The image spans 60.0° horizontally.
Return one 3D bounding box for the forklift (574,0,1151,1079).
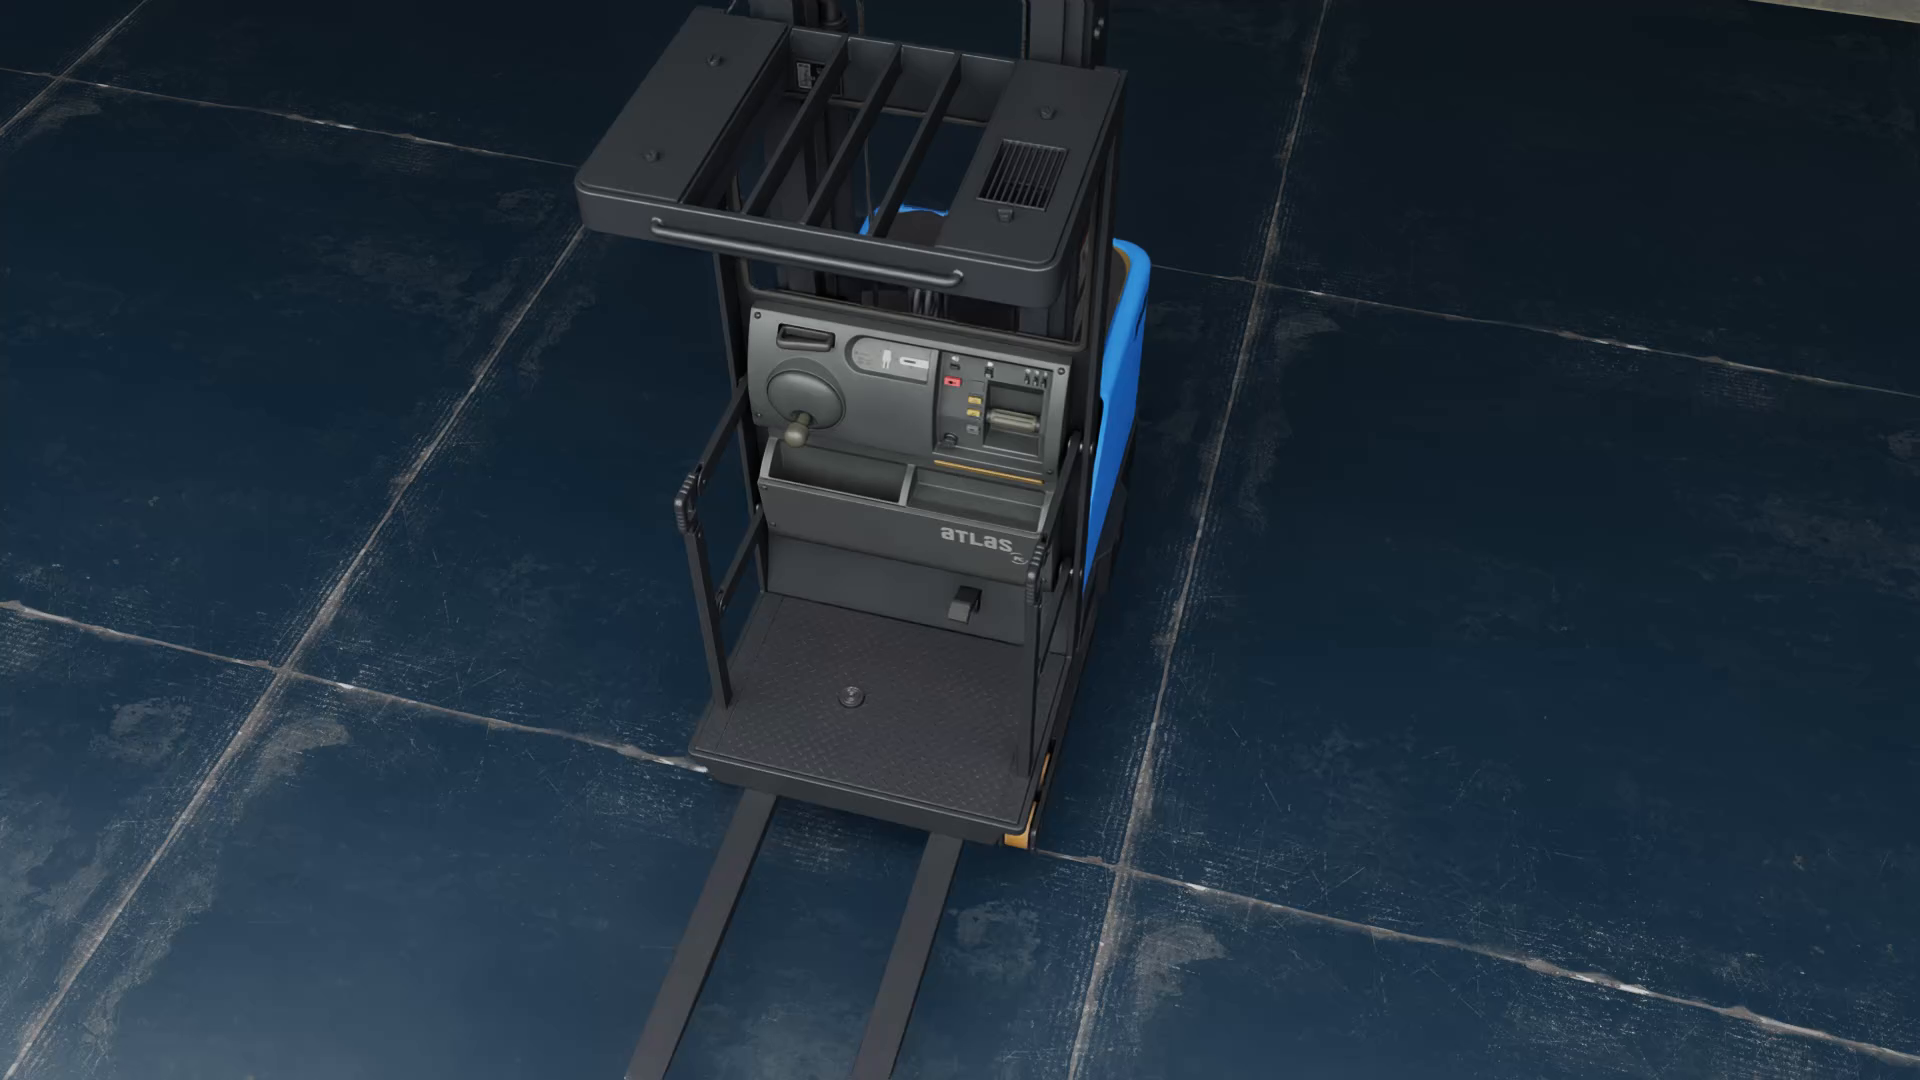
[{"bbox_3d":[-0.208,-0.309,4.568,1.130,2.935,3.031,12,50,10],"label":"forklift"}]
